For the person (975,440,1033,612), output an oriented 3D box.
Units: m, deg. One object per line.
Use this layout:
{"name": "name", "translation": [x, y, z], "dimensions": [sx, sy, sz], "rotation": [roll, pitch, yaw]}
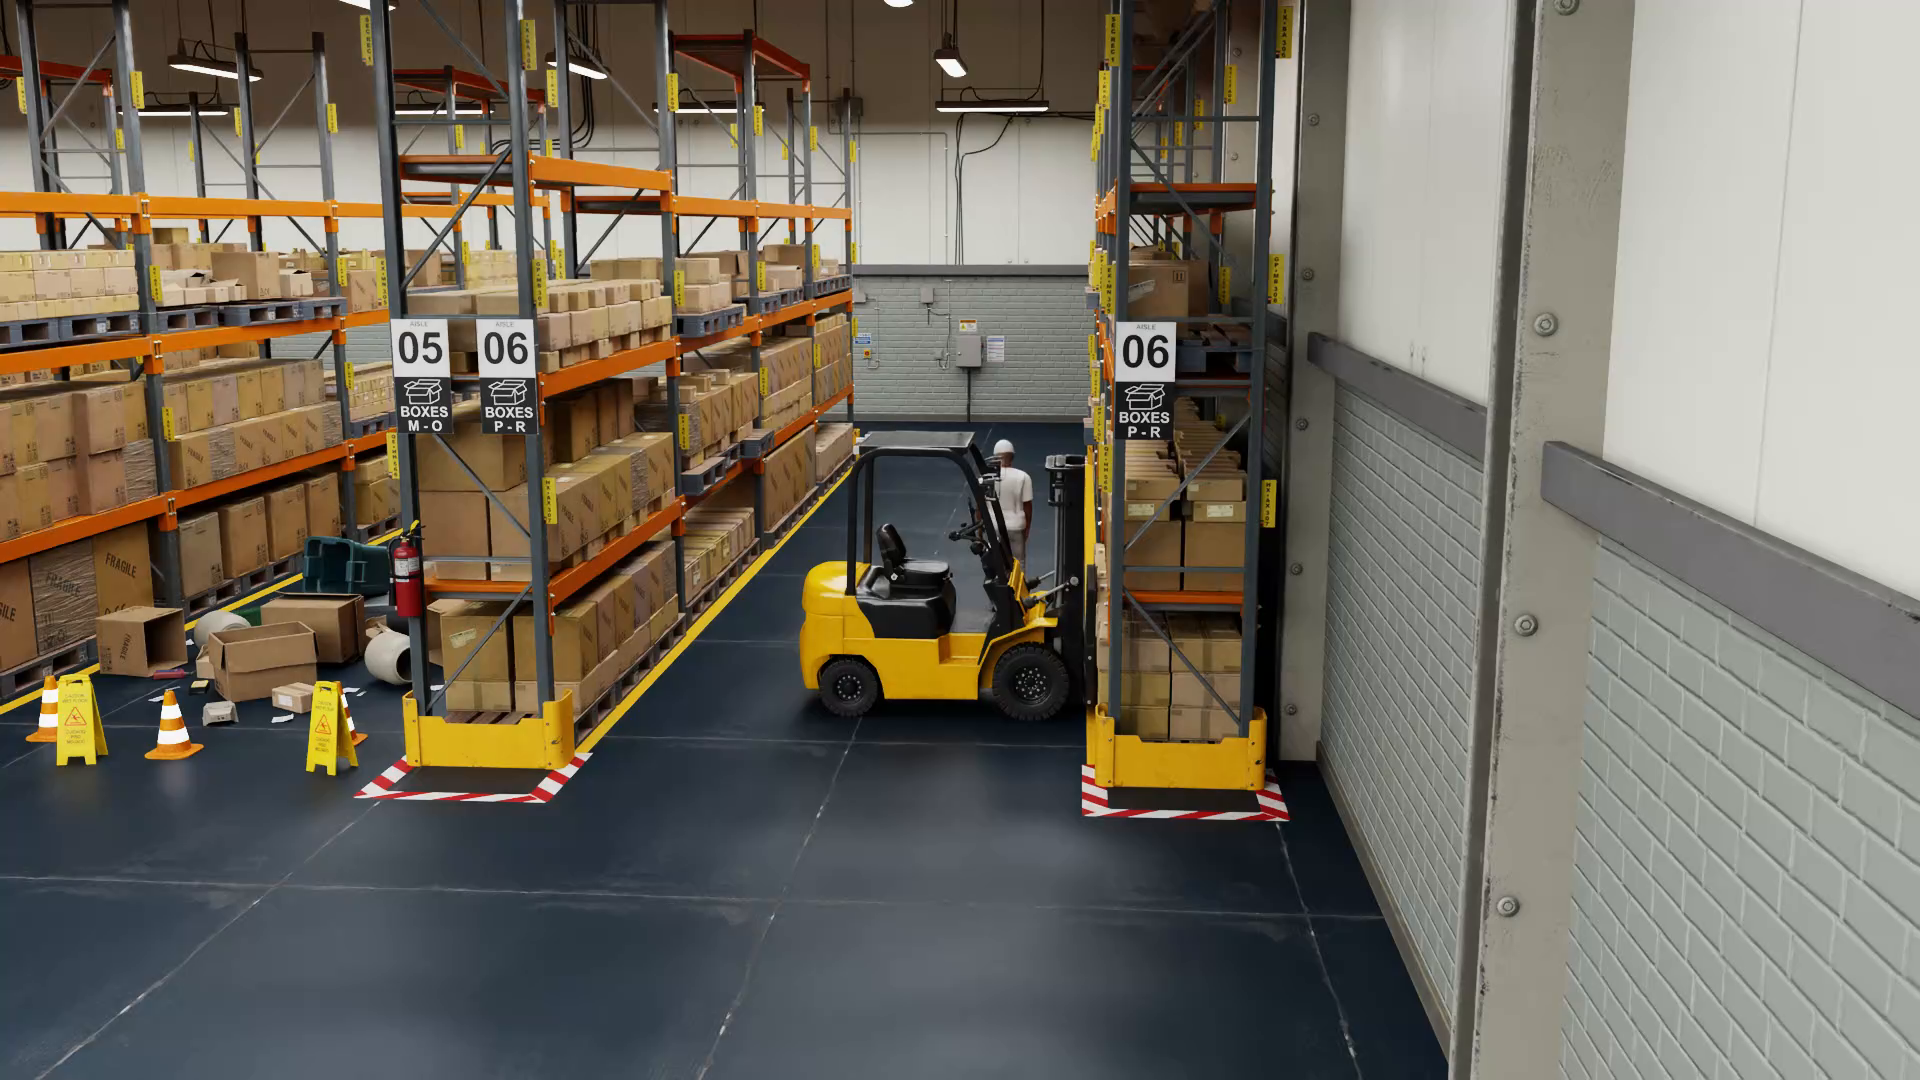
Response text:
{"name": "person", "translation": [0.436, -0.116, 16.486], "dimensions": [0.567, 1.760, 0.362], "rotation": [1, 11, 5]}
